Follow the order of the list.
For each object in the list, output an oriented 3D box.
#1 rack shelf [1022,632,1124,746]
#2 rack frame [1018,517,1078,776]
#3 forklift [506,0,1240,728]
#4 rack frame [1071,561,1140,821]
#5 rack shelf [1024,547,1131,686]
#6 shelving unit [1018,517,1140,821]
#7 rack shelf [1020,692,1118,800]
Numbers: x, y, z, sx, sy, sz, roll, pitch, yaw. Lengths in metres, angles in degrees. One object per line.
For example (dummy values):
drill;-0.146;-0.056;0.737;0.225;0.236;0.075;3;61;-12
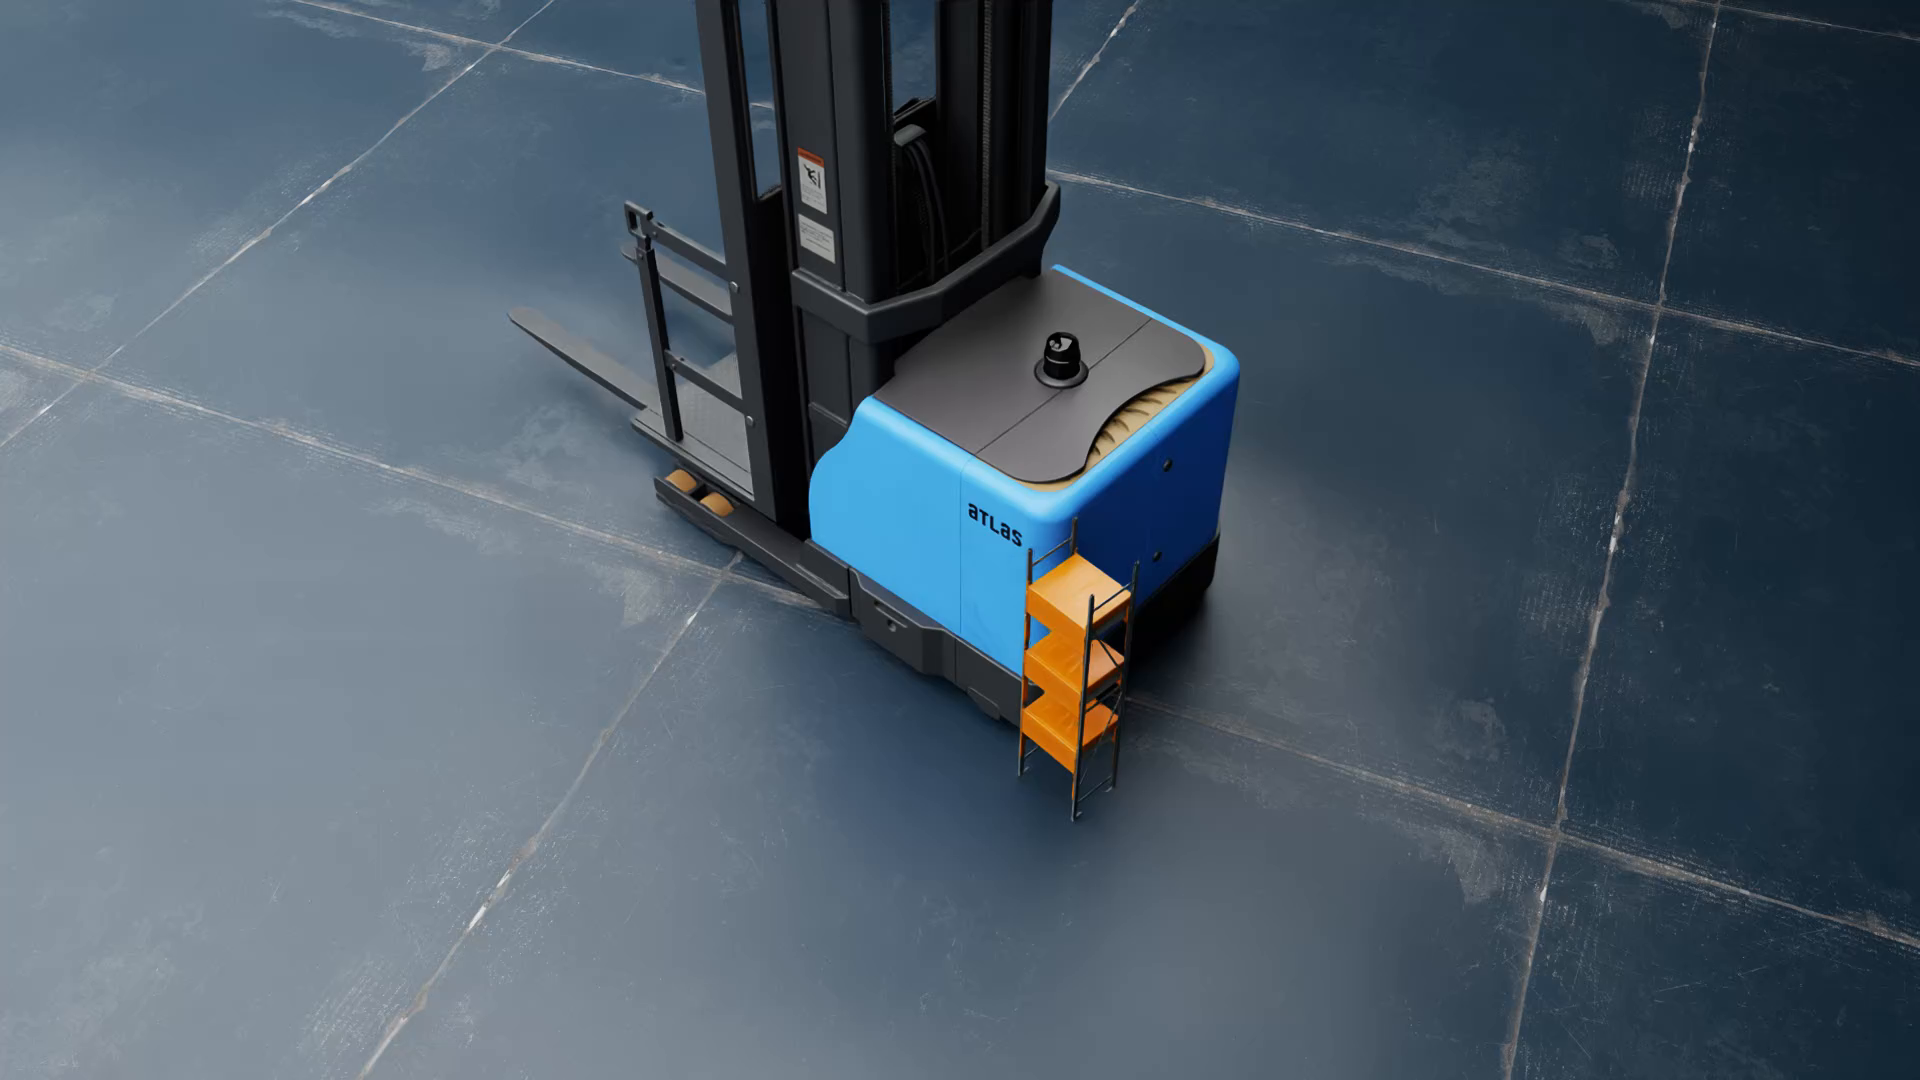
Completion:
rack shelf;0.350;0.426;5.093;0.215;0.259;0.240;-33;54;-29
rack frame;0.267;0.355;5.149;0.200;1.050;0.008;-33;54;-29
forklift;-0.523;-1.301;5.479;3.031;2.935;1.130;32;53;28
rack frame;0.433;0.481;5.022;0.200;1.050;0.008;-33;54;-29
rack shelf;0.350;0.225;4.893;0.215;0.259;0.240;-33;54;-29
shelving unit;0.350;0.418;5.085;0.215;1.050;0.252;-33;54;-29
rack shelf;0.350;0.623;5.289;0.215;0.259;0.240;-33;54;-29
